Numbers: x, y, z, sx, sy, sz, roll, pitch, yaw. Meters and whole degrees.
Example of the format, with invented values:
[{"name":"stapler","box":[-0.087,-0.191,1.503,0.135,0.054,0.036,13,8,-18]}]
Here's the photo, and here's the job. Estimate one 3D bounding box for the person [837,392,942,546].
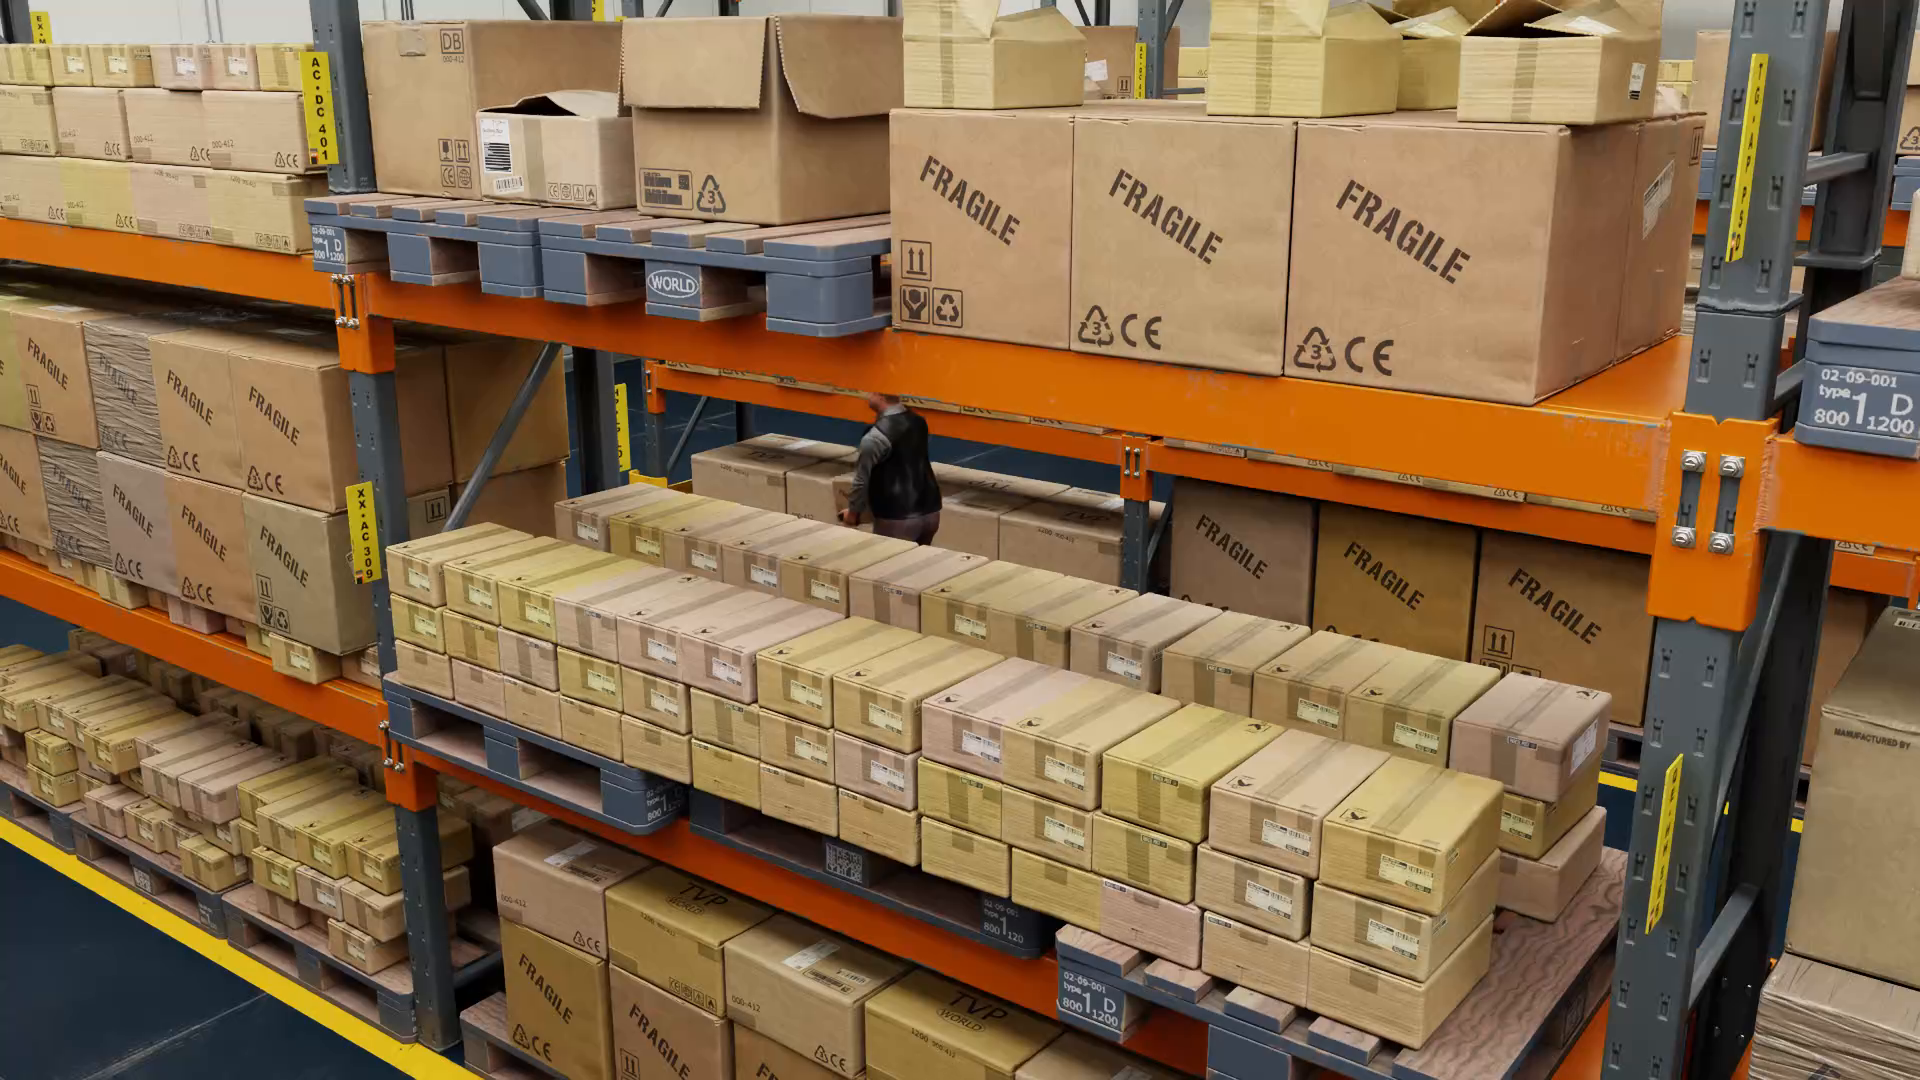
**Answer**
[{"name":"person","box":[-0.409,-0.131,9.551,0.577,1.713,0.487,12,20,34]}]
